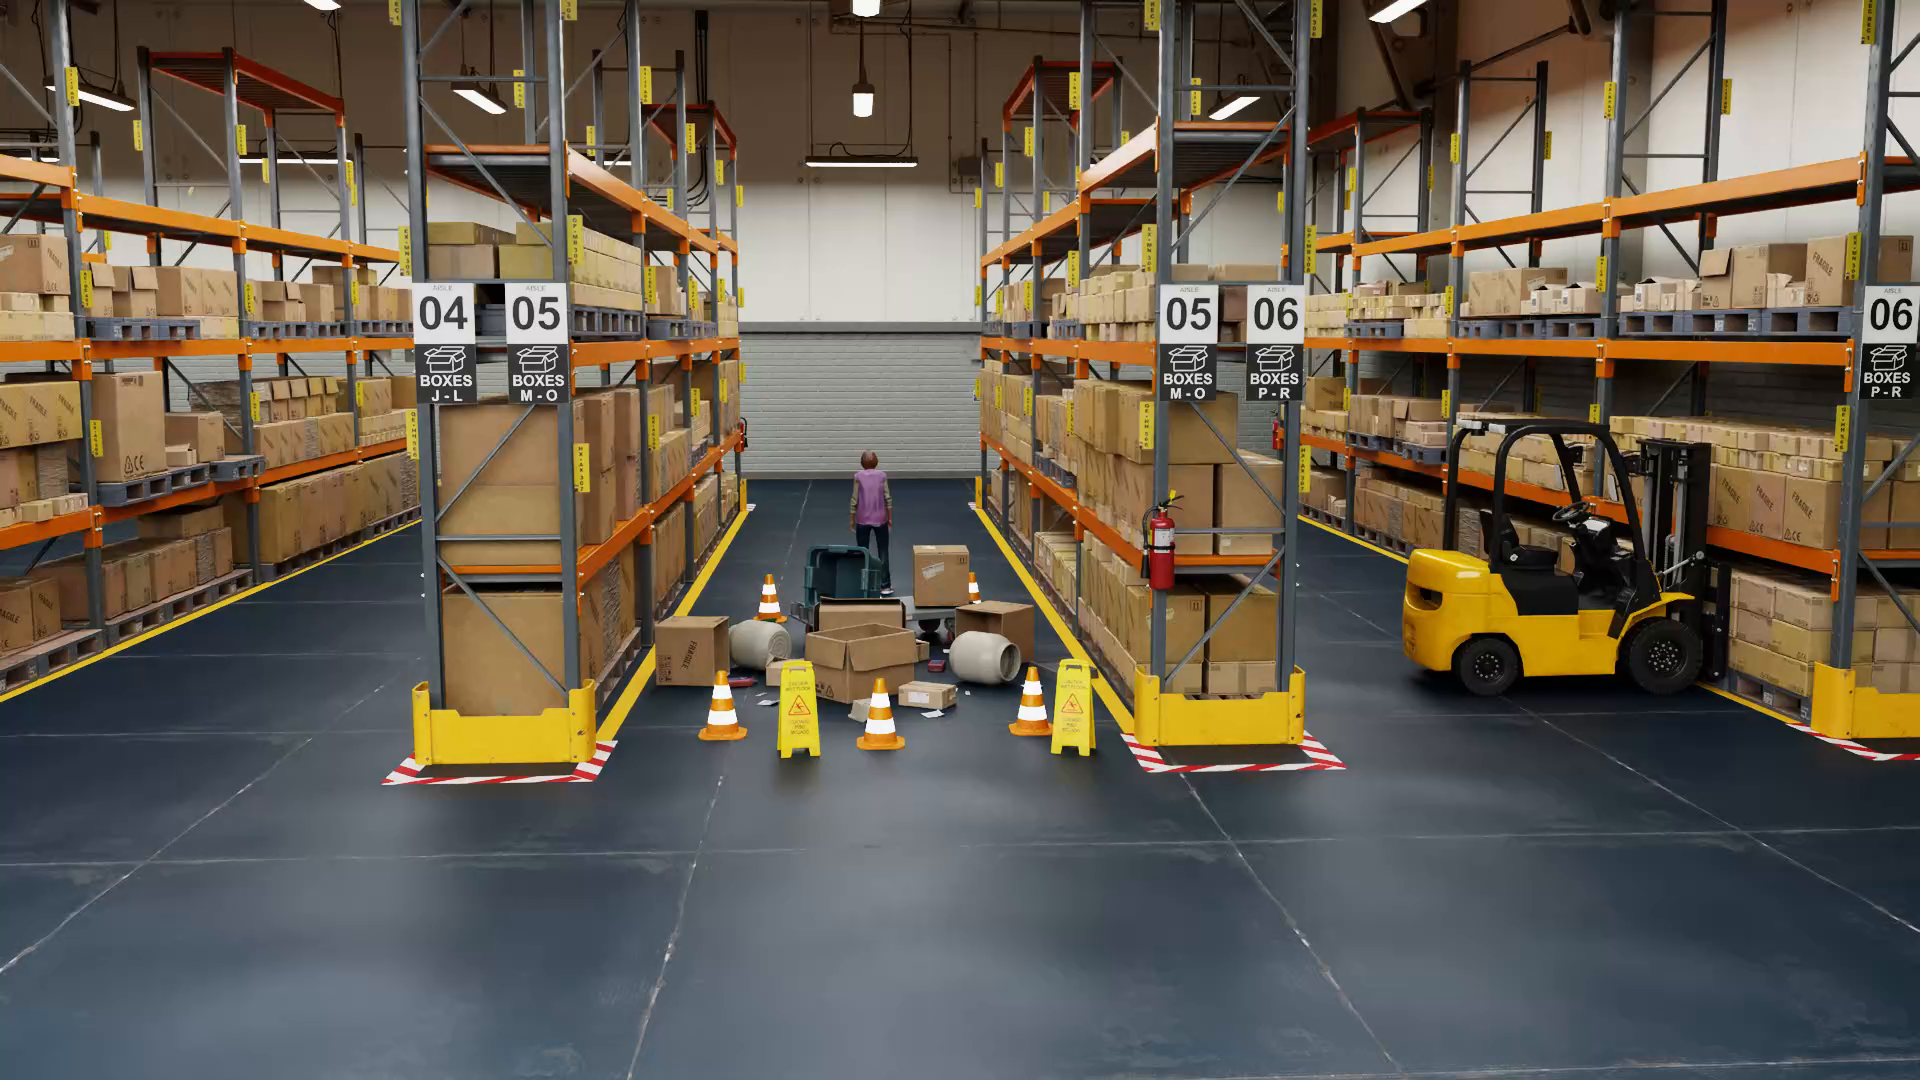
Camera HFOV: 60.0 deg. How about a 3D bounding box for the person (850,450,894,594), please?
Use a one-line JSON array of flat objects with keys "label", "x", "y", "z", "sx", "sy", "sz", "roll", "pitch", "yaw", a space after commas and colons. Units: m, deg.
[{"label": "person", "x": -0.972, "y": -0.192, "z": 18.344, "sx": 0.483, "sy": 1.594, "sz": 0.340, "roll": -1, "pitch": 7, "yaw": -6}]
